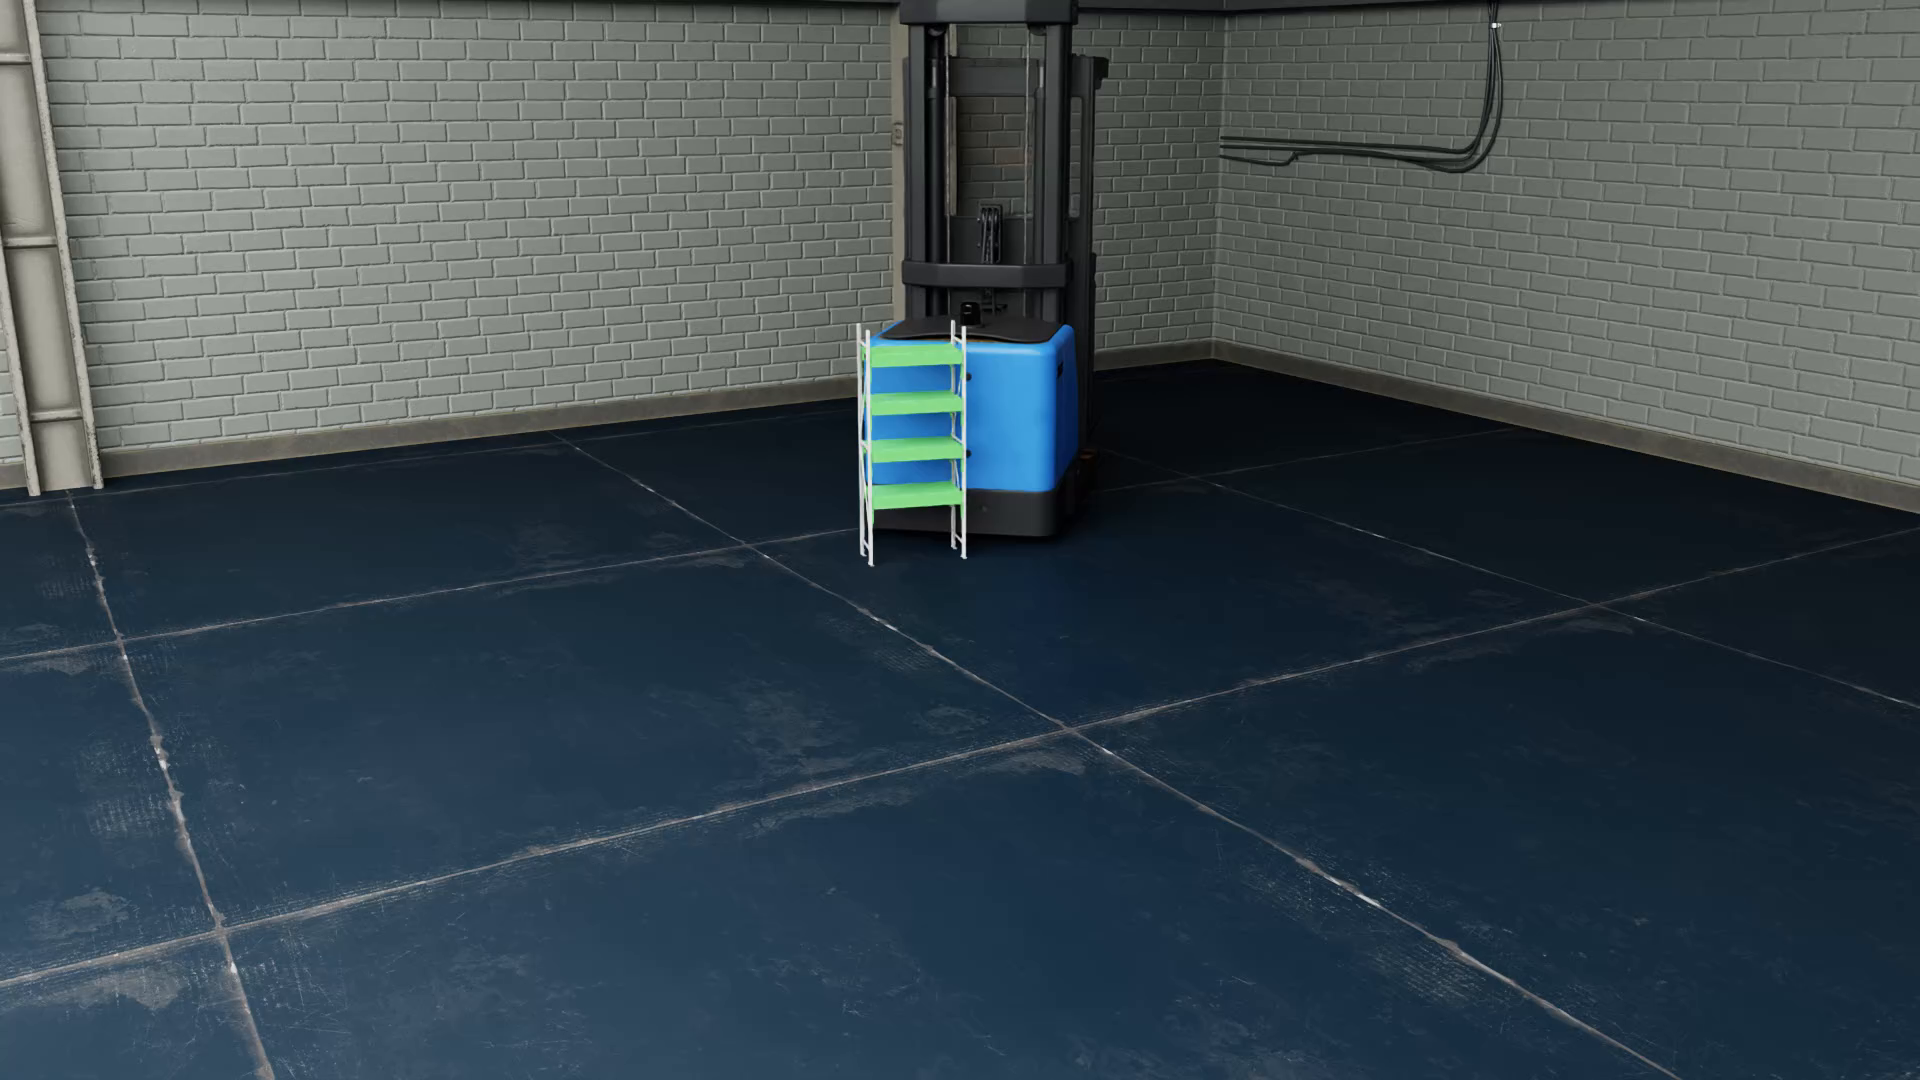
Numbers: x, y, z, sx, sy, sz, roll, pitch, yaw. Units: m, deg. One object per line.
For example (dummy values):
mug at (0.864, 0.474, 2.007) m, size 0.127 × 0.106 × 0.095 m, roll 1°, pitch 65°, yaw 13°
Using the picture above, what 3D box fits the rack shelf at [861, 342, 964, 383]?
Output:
rack shelf at (-0.243, -0.892, 8.329) m, size 0.480 × 0.148 × 0.258 m, roll -4°, pitch 16°, yaw -14°

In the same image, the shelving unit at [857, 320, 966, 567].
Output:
shelving unit at (-0.243, -0.492, 8.441) m, size 0.503 × 1.200 × 0.258 m, roll -4°, pitch 16°, yaw -14°

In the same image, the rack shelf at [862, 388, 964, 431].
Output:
rack shelf at (-0.243, -0.661, 8.394) m, size 0.480 × 0.148 × 0.258 m, roll -4°, pitch 16°, yaw -14°

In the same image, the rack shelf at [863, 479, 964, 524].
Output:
rack shelf at (-0.243, -0.199, 8.523) m, size 0.480 × 0.148 × 0.258 m, roll -4°, pitch 16°, yaw -14°

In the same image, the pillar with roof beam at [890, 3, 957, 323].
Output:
pillar with roof beam at (1.950, -4.494, 8.269) m, size 0.400 × 9.000 × 9.100 m, roll -9°, pitch 18°, yaw -30°

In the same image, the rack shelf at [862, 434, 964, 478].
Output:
rack shelf at (-0.243, -0.430, 8.459) m, size 0.480 × 0.148 × 0.258 m, roll -4°, pitch 16°, yaw -14°

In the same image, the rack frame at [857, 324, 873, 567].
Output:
rack frame at (-0.479, -0.475, 8.381) m, size 0.015 × 1.200 × 0.240 m, roll -4°, pitch 16°, yaw -14°

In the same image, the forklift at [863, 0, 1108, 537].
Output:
forklift at (0.266, -1.782, 9.835) m, size 1.130 × 2.935 × 3.031 m, roll 3°, pitch 16°, yaw 11°

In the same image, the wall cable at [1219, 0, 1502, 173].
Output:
wall cable at (2.939, -4.098, 12.610) m, size 0.112 × 2.526 × 3.097 m, roll -9°, pitch 18°, yaw -30°

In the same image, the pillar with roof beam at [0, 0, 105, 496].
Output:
pillar with roof beam at (-3.193, -3.660, 5.293) m, size 0.400 × 9.000 × 9.100 m, roll -9°, pitch 18°, yaw -30°

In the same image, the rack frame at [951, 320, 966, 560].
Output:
rack frame at (-0.007, -0.509, 8.502) m, size 0.015 × 1.200 × 0.240 m, roll -4°, pitch 16°, yaw -14°
